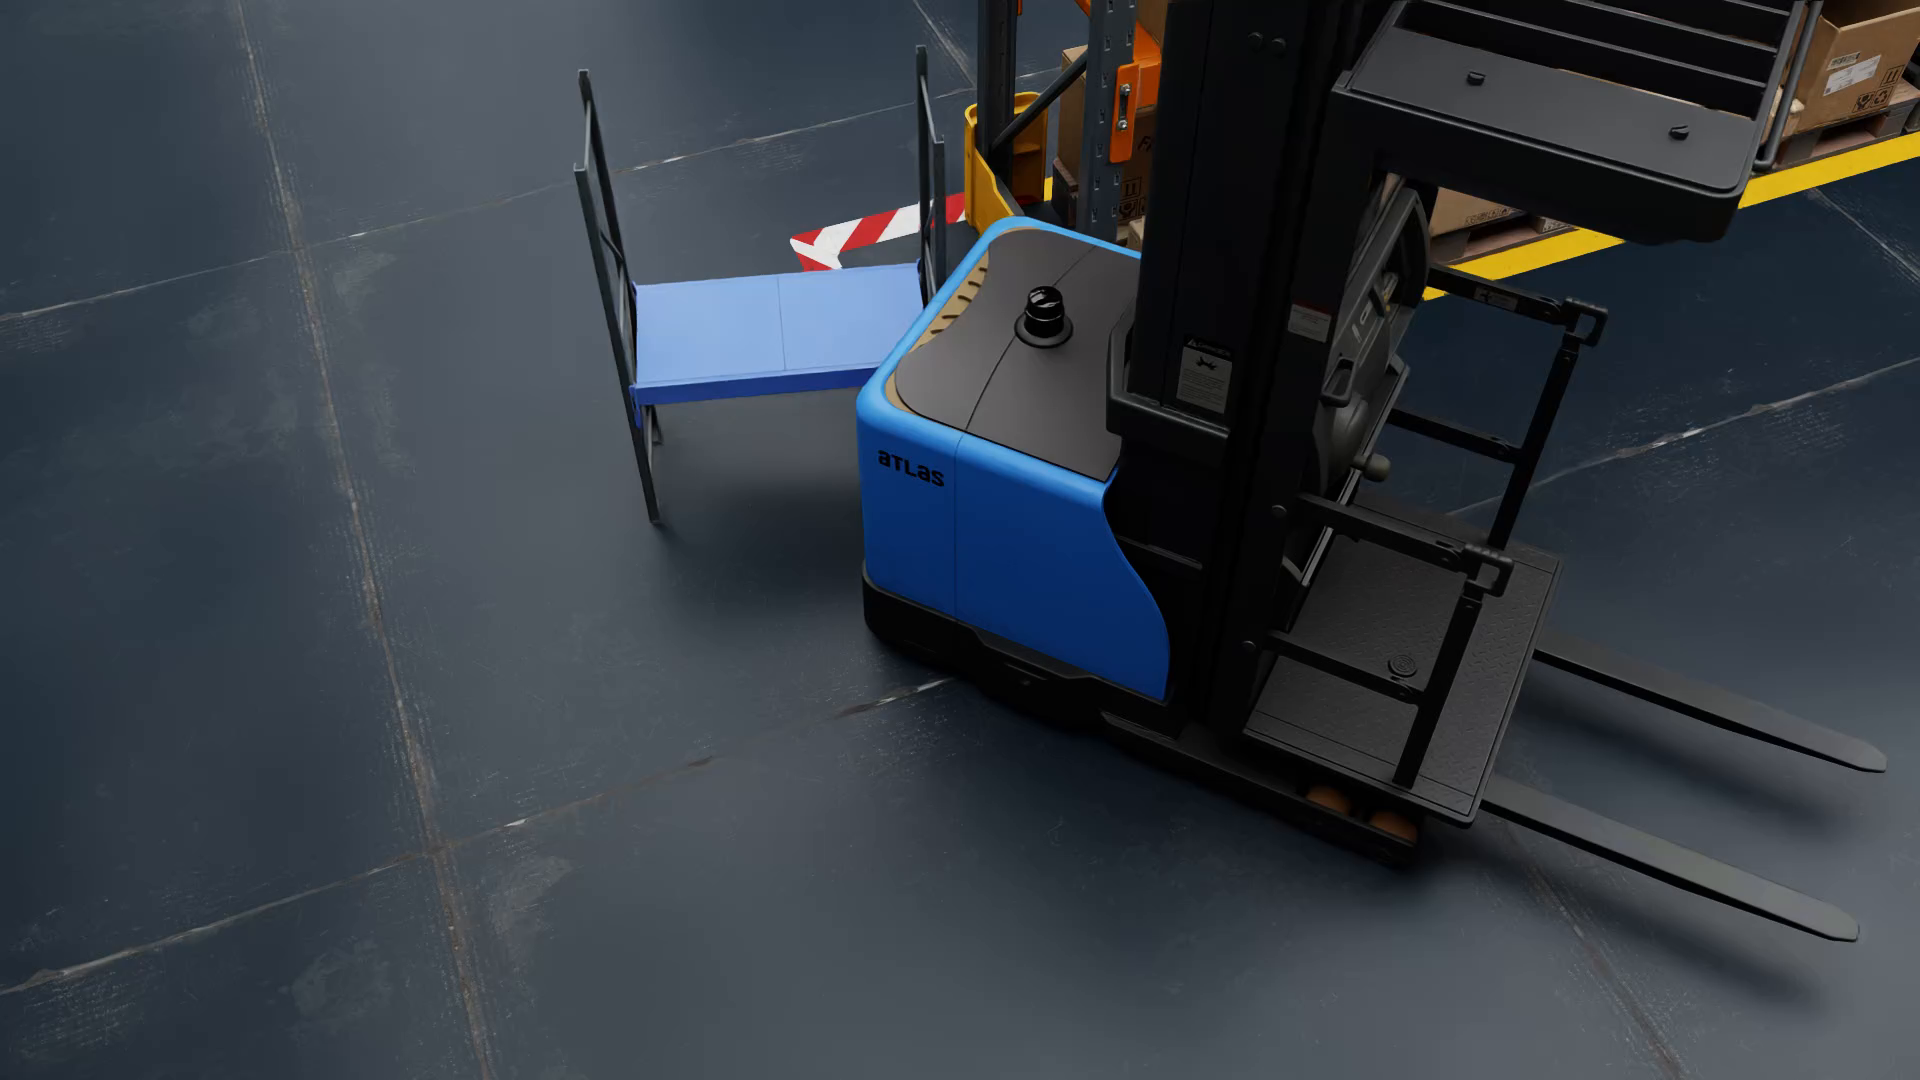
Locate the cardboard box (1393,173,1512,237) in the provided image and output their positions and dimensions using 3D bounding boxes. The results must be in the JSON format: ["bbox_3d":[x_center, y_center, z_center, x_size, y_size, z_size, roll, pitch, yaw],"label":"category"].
[{"bbox_3d":[1.845,-1.463,6.552,0.500,0.250,0.500,-17,52,-14],"label":"cardboard box"}]

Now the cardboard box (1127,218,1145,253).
[{"bbox_3d":[0.827,-1.065,6.277,0.250,0.149,0.380,-17,52,-14],"label":"cardboard box"}]

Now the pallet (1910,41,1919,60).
[{"bbox_3d":[4.751,-2.471,7.733,1.213,0.211,1.003,-17,52,-14],"label":"pallet"}]

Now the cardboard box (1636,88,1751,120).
[{"bbox_3d":[2.897,-1.809,6.809,0.500,0.311,0.500,-17,52,-14],"label":"cardboard box"}]

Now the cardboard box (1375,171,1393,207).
[{"bbox_3d":[1.382,-1.320,6.429,0.500,0.250,0.500,-17,52,-14],"label":"cardboard box"}]

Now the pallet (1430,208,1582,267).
[{"bbox_3d":[2.245,-1.662,7.038,1.213,0.211,1.003,-17,52,-14],"label":"pallet"}]

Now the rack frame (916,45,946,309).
[{"bbox_3d":[-0.088,-0.832,5.474,0.032,1.500,0.500,-5,50,-5],"label":"rack frame"}]

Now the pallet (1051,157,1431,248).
[{"bbox_3d":[1.117,-1.315,6.740,1.213,0.211,1.003,-17,52,-14],"label":"pallet"}]

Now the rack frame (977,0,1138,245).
[{"bbox_3d":[0.309,-1.972,5.466,0.127,3.000,1.000,-17,52,-14],"label":"rack frame"}]

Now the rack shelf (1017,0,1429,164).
[{"bbox_3d":[2.160,-2.311,6.232,4.000,0.370,1.077,-17,52,-14],"label":"rack shelf"}]

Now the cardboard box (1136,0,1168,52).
[{"bbox_3d":[0.819,-1.947,5.379,0.500,0.500,0.500,-16,51,-13],"label":"cardboard box"}]

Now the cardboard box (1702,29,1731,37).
[{"bbox_3d":[3.542,-2.418,7.332,0.500,0.311,0.500,-17,52,-14],"label":"cardboard box"}]

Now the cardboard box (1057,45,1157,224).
[{"bbox_3d":[0.719,-1.630,6.530,0.500,0.500,0.500,-17,52,-14],"label":"cardboard box"}]

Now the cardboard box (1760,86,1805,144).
[{"bbox_3d":[3.267,-1.822,6.926,0.250,0.149,0.380,-17,52,-14],"label":"cardboard box"}]

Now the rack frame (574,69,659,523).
[{"bbox_3d":[-1.097,-0.735,5.393,0.032,1.500,0.500,-5,50,-5],"label":"rack frame"}]

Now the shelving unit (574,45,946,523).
[{"bbox_3d":[-0.592,-0.783,5.433,1.048,1.500,0.538,-5,50,-5],"label":"shelving unit"}]

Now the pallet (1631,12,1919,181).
[{"bbox_3d":[3.376,-2.014,7.341,1.213,0.211,1.003,-17,52,-14],"label":"pallet"}]

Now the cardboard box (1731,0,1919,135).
[{"bbox_3d":[3.592,-2.086,6.922,0.500,0.500,0.500,-17,52,-14],"label":"cardboard box"}]

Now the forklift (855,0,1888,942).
[{"bbox_3d":[1.238,-0.463,4.216,3.031,2.935,1.130,21,53,17],"label":"forklift"}]

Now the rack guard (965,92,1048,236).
[{"bbox_3d":[0.379,-1.179,6.433,0.348,0.500,1.175,-17,52,-14],"label":"rack guard"}]

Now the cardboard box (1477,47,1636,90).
[{"bbox_3d":[2.275,-1.907,6.766,0.637,0.503,0.797,-17,52,-14],"label":"cardboard box"}]

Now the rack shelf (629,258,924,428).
[{"bbox_3d":[-0.592,-0.666,5.570,1.000,0.185,0.538,-5,50,-5],"label":"rack shelf"}]

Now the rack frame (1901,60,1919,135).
[{"bbox_3d":[4.012,-3.119,6.452,0.127,3.000,1.000,-17,52,-14],"label":"rack frame"}]
